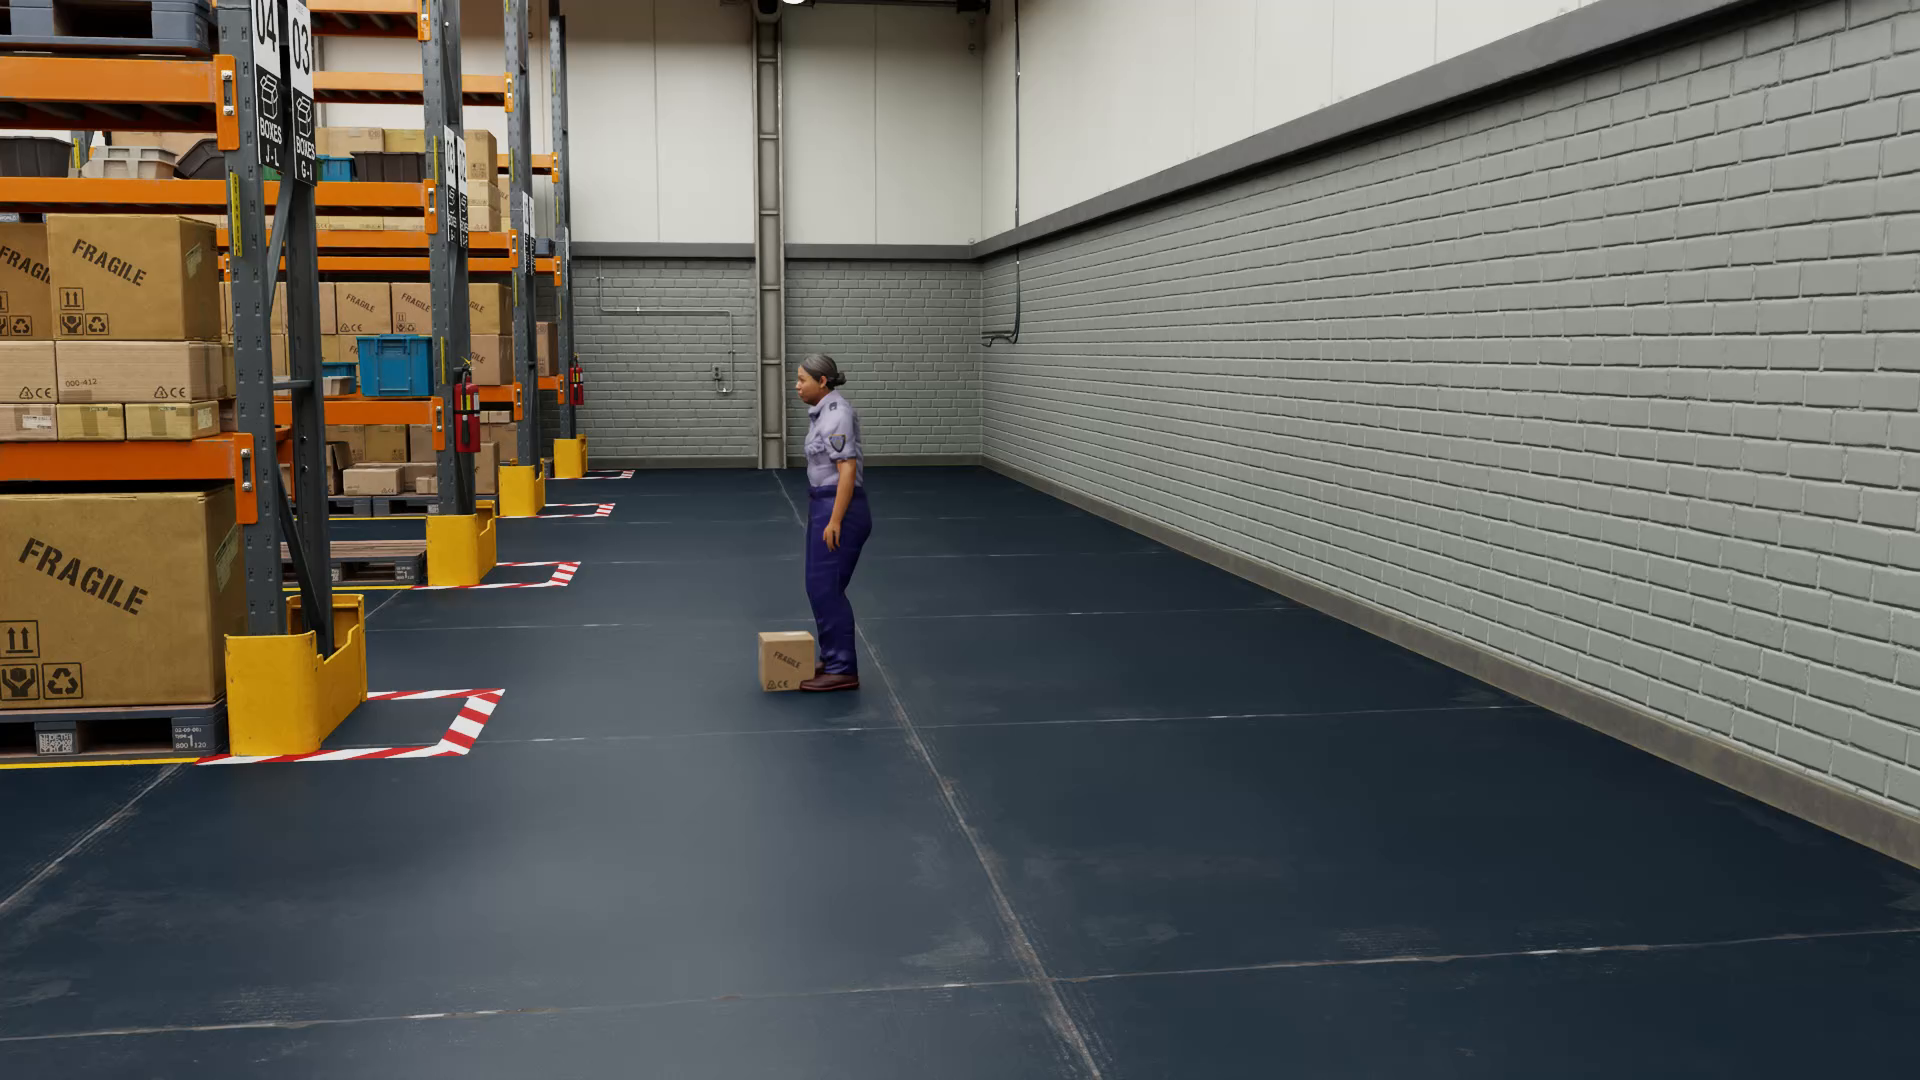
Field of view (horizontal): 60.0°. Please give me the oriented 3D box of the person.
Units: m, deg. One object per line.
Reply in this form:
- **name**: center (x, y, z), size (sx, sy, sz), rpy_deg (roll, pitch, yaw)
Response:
- **person**: center (-0.634, -0.099, 8.236), size (0.372, 1.650, 0.546), rpy_deg (-1, 7, -11)
